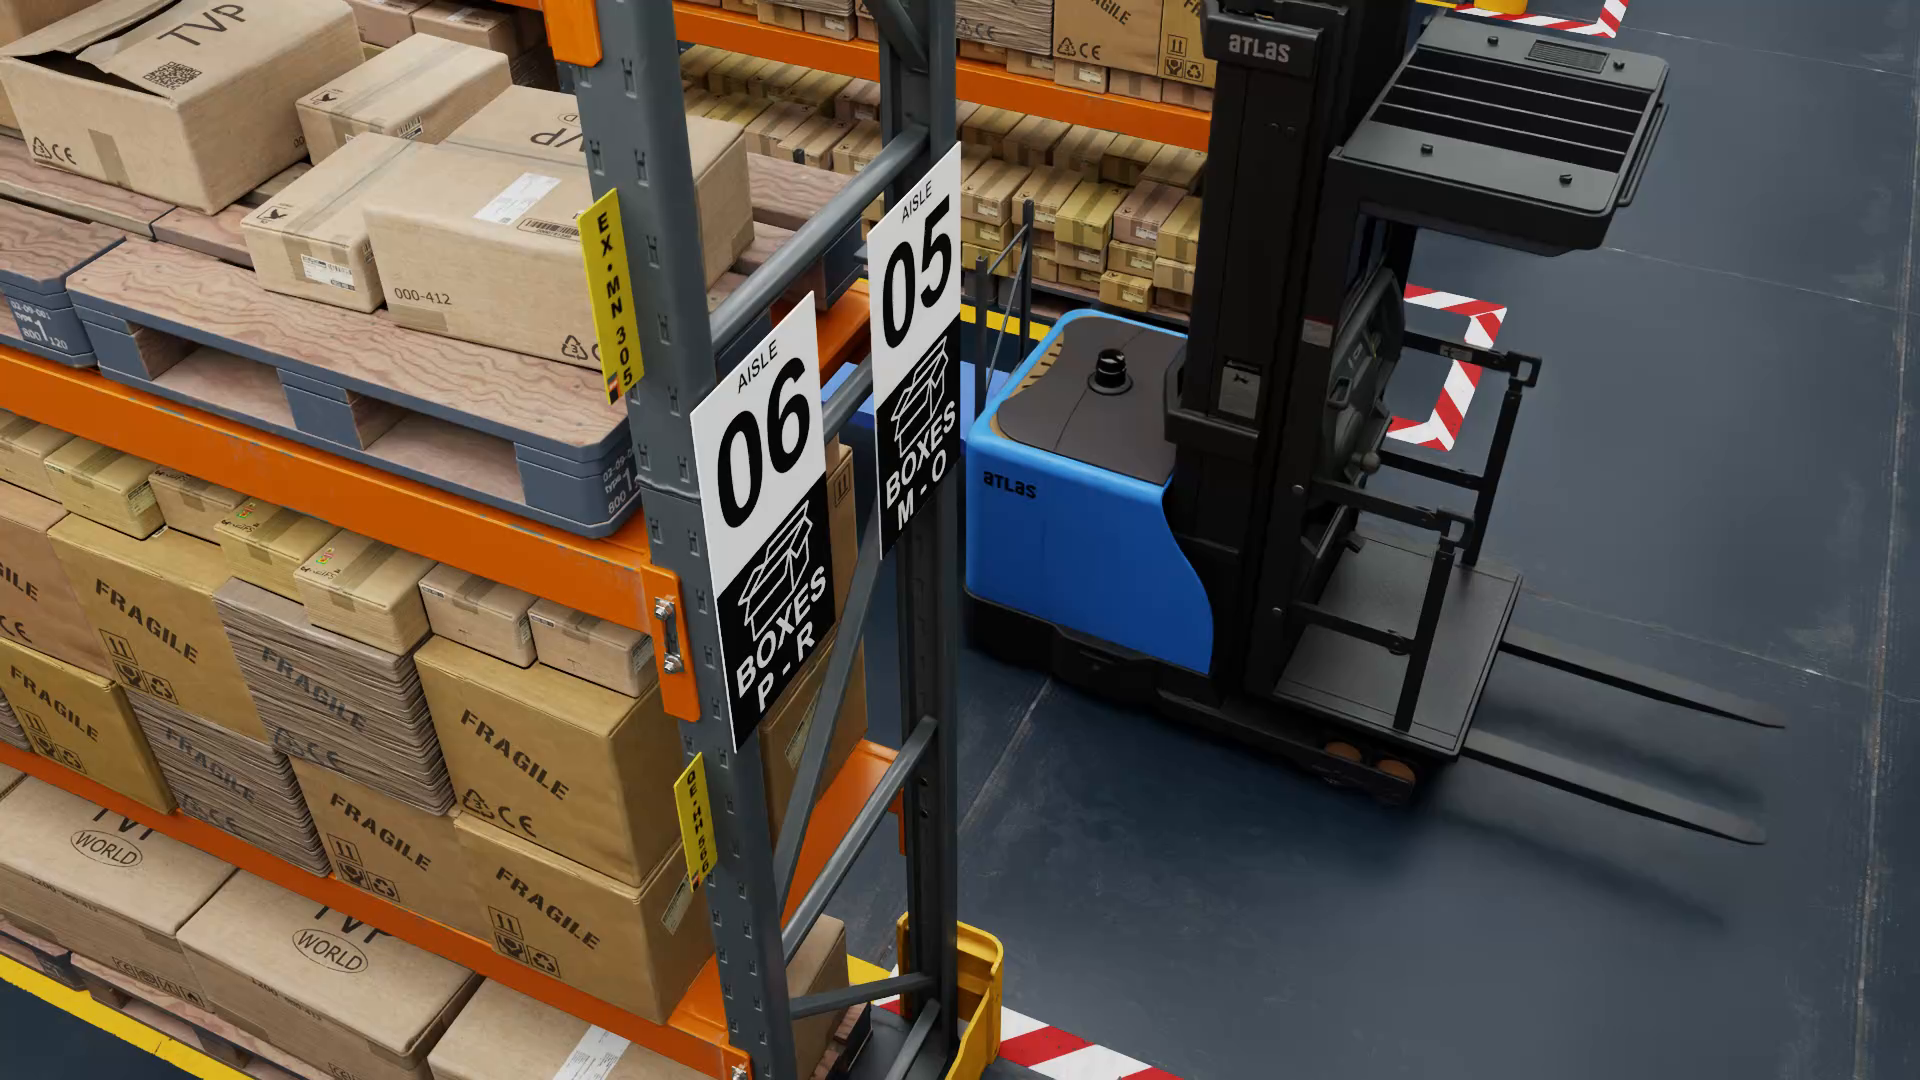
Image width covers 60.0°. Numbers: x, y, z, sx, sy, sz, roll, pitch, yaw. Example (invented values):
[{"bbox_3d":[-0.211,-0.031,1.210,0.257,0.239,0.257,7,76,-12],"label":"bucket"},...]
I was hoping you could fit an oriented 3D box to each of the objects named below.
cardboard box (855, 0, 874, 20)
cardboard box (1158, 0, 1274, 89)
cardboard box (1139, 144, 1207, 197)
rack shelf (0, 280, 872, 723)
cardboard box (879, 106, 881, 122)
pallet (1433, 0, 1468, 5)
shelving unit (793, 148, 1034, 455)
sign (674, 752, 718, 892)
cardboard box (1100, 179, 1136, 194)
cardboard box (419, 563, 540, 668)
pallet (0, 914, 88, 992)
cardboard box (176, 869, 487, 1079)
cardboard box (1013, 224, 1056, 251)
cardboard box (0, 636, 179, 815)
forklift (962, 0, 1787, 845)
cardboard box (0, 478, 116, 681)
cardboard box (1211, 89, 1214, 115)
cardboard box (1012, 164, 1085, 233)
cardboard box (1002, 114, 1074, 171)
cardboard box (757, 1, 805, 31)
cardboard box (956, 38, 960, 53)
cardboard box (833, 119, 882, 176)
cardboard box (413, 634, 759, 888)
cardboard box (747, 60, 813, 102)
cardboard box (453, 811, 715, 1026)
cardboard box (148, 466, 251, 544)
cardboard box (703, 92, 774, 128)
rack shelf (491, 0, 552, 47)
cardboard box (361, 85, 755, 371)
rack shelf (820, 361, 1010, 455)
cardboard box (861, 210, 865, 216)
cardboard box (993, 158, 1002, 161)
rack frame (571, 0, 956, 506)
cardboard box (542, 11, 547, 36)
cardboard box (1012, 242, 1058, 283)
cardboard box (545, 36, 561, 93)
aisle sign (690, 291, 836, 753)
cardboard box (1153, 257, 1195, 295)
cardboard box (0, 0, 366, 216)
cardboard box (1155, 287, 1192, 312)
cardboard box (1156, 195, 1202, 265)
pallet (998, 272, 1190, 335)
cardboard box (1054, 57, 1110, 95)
[{"bbox_3d":[-0.162,-2.750,7.829,0.500,0.500,0.500,19,44,21],"label":"cardboard box"},{"bbox_3d":[1.214,-2.325,7.339,0.500,0.500,0.500,18,44,19],"label":"cardboard box"},{"bbox_3d":[1.098,-1.861,8.509,0.250,0.149,0.380,18,44,19],"label":"cardboard box"},{"bbox_3d":[-2.084,-0.653,3.972,4.000,0.370,1.077,17,44,19],"label":"rack shelf"},{"bbox_3d":[-0.250,-2.355,9.079,0.250,0.149,0.380,16,43,17],"label":"cardboard box"},{"bbox_3d":[3.161,-4.240,11.981,1.213,0.211,1.003,17,44,19],"label":"pallet"},{"bbox_3d":[-0.290,-0.752,6.973,1.048,1.500,0.538,16,44,18],"label":"shelving unit"},{"bbox_3d":[-0.514,0.554,3.256,0.005,0.325,0.100,17,44,19],"label":"sign"},{"bbox_3d":[0.880,-1.819,8.687,0.250,0.149,0.380,18,44,19],"label":"cardboard box"},{"bbox_3d":[-0.922,0.066,3.549,0.250,0.149,0.380,18,44,19],"label":"cardboard box"},{"bbox_3d":[-3.240,0.966,5.974,1.213,0.211,1.003,17,44,19],"label":"pallet"},{"bbox_3d":[-1.745,1.201,5.210,0.875,0.438,0.875,18,44,20],"label":"cardboard box"},{"bbox_3d":[0.459,-1.652,8.495,0.250,0.149,0.380,16,44,18],"label":"cardboard box"},{"bbox_3d":[-2.213,0.329,4.504,0.500,0.500,0.500,18,44,20],"label":"cardboard box"},{"bbox_3d":[1.559,-0.535,5.629,3.031,2.935,1.130,18,44,20],"label":"forklift"},{"bbox_3d":[-2.197,-0.051,4.179,0.500,0.500,0.500,17,44,18],"label":"cardboard box"},{"bbox_3d":[1.315,-2.031,7.495,0.250,0.149,0.380,17,44,19],"label":"cardboard box"},{"bbox_3d":[0.443,-1.715,8.340,0.250,0.149,0.380,15,43,17],"label":"cardboard box"},{"bbox_3d":[0.417,-2.109,8.795,0.250,0.149,0.380,19,44,20],"label":"cardboard box"},{"bbox_3d":[-0.803,-2.686,8.250,0.250,0.149,0.380,18,44,19],"label":"cardboard box"},{"bbox_3d":[-0.063,-2.504,8.040,0.250,0.149,0.380,18,44,19],"label":"cardboard box"},{"bbox_3d":[-0.472,-2.042,8.718,0.250,0.149,0.380,15,43,17],"label":"cardboard box"},{"bbox_3d":[-0.809,0.355,3.710,0.500,0.500,0.500,18,44,20],"label":"cardboard box"},{"bbox_3d":[-0.986,-2.561,9.316,0.250,0.149,0.380,17,44,18],"label":"cardboard box"},{"bbox_3d":[-0.821,0.749,4.020,0.500,0.500,0.500,17,44,19],"label":"cardboard box"},{"bbox_3d":[-1.609,-0.165,3.815,0.250,0.149,0.380,17,44,18],"label":"cardboard box"},{"bbox_3d":[-1.196,-2.246,8.953,0.250,0.149,0.380,16,44,18],"label":"cardboard box"},{"bbox_3d":[-3.708,-3.593,9.654,4.000,0.370,1.077,17,44,19],"label":"rack shelf"},{"bbox_3d":[-0.717,-0.582,3.058,0.500,0.250,0.500,13,43,15],"label":"cardboard box"},{"bbox_3d":[-0.290,-0.616,7.091,1.000,0.185,0.538,16,44,18],"label":"rack shelf"},{"bbox_3d":[-0.514,-1.877,8.755,0.250,0.149,0.380,17,44,18],"label":"cardboard box"},{"bbox_3d":[0.149,-2.022,8.922,0.250,0.149,0.380,19,44,21],"label":"cardboard box"},{"bbox_3d":[-0.272,-1.504,2.115,0.127,3.000,1.000,17,44,19],"label":"rack frame"},{"bbox_3d":[-2.453,-3.170,9.632,0.500,0.250,0.500,15,43,17],"label":"cardboard box"},{"bbox_3d":[0.456,-1.503,8.549,0.250,0.149,0.380,17,44,19],"label":"cardboard box"},{"bbox_3d":[-2.453,-2.887,9.878,0.500,0.500,0.500,19,44,20],"label":"cardboard box"},{"bbox_3d":[-0.337,-0.016,2.993,0.004,0.787,0.394,17,44,19],"label":"aisle sign"},{"bbox_3d":[1.131,-1.374,8.174,0.250,0.149,0.380,16,43,18],"label":"cardboard box"},{"bbox_3d":[-1.607,-0.978,3.469,0.500,0.311,0.500,18,44,19],"label":"cardboard box"},{"bbox_3d":[1.165,-1.307,8.323,0.250,0.149,0.380,18,44,19],"label":"cardboard box"},{"bbox_3d":[1.143,-1.506,8.099,0.250,0.149,0.380,17,44,19],"label":"cardboard box"},{"bbox_3d":[0.940,-1.416,8.723,1.213,0.211,1.003,17,44,19],"label":"pallet"},{"bbox_3d":[0.631,-2.239,7.735,0.250,0.149,0.380,18,44,20],"label":"cardboard box"}]
